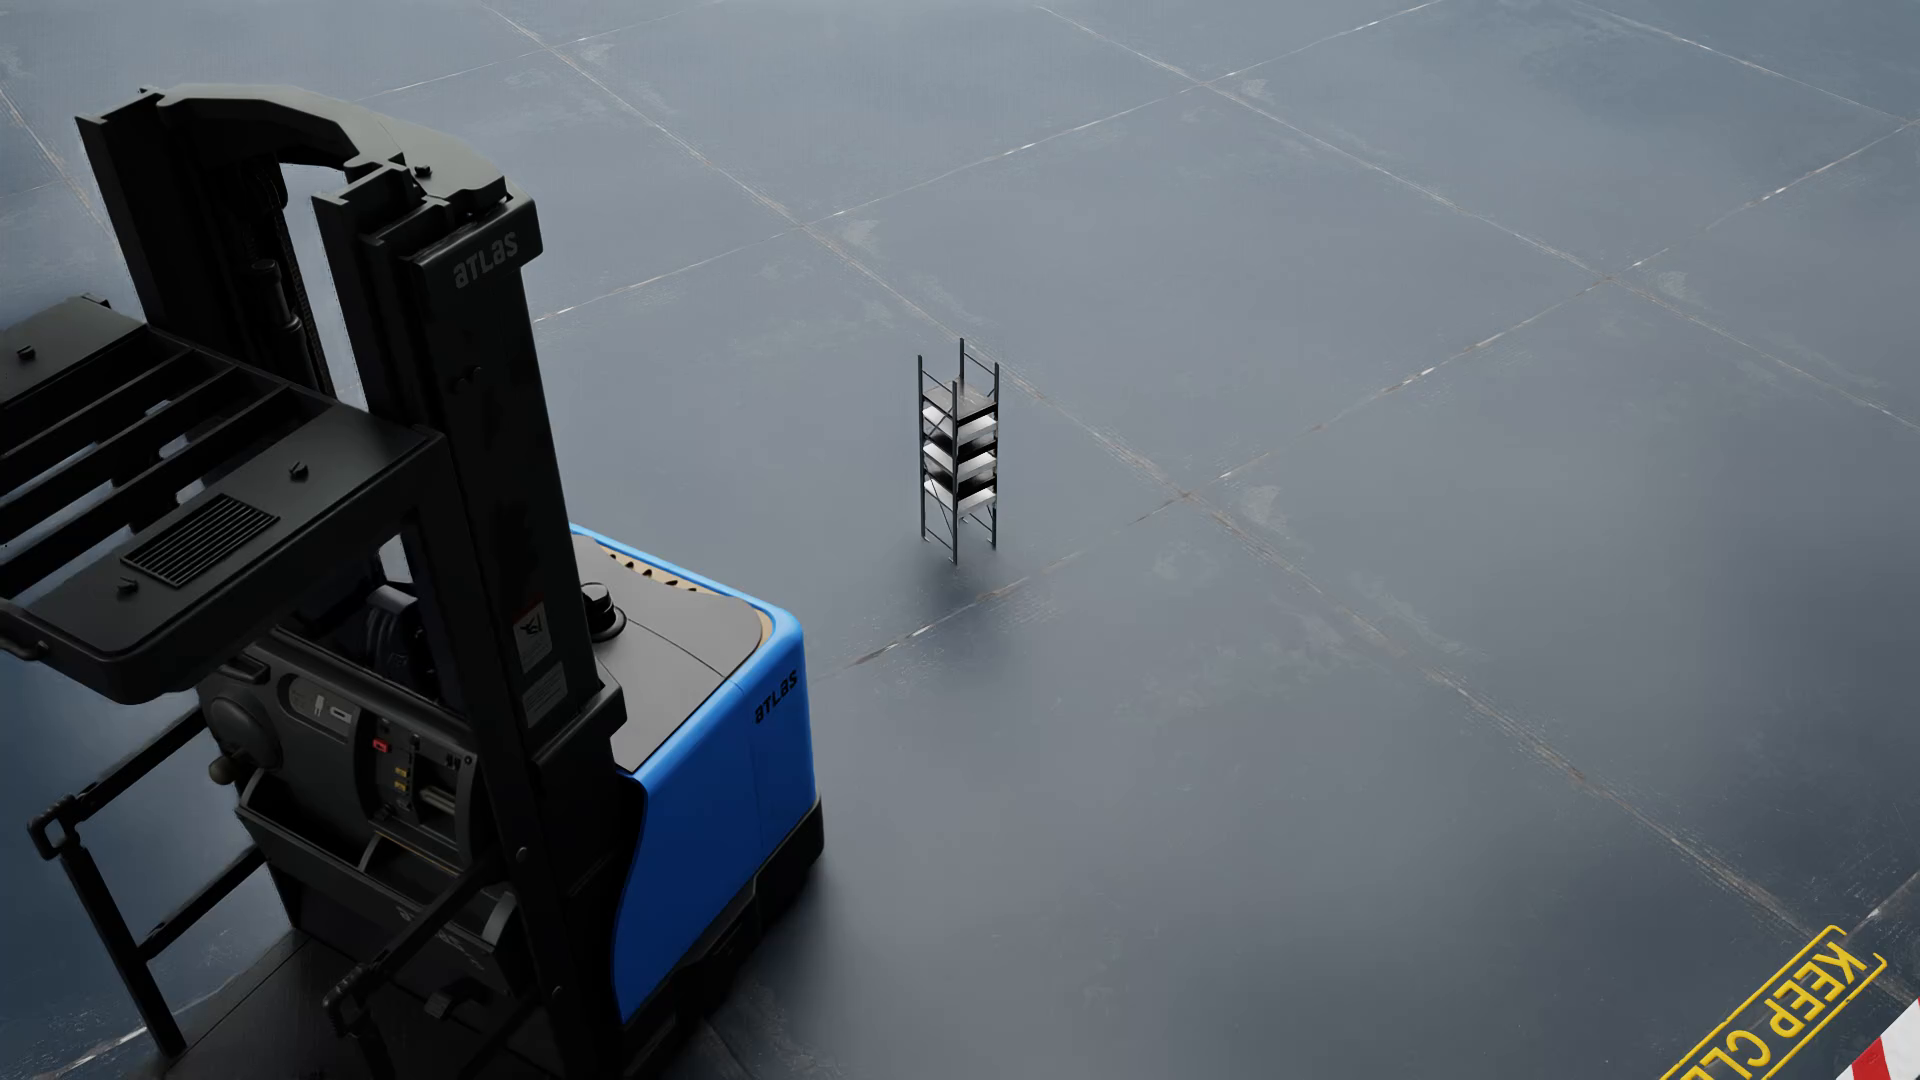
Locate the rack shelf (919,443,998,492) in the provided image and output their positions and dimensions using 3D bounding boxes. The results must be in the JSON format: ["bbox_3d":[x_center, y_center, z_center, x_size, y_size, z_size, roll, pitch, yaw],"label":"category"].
[{"bbox_3d":[-0.006,-0.319,6.672,0.200,0.077,0.258,-26,46,-28],"label":"rack shelf"}]

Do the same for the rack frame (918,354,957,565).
[{"bbox_3d":[-0.087,-0.305,6.603,0.006,0.900,0.240,-26,46,-28],"label":"rack frame"}]

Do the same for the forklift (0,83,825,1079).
[{"bbox_3d":[-1.634,0.579,3.923,1.130,2.935,3.031,20,44,23],"label":"forklift"}]

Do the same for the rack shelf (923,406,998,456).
[{"bbox_3d":[-0.006,-0.458,6.558,0.200,0.077,0.258,-26,46,-28],"label":"rack shelf"}]

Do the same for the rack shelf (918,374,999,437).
[{"bbox_3d":[-0.006,-0.528,6.501,0.200,0.077,0.258,-26,46,-28],"label":"rack shelf"}]

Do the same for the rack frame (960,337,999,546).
[{"bbox_3d":[0.074,-0.384,6.699,0.006,0.900,0.240,-26,46,-28],"label":"rack frame"}]

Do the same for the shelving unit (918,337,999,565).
[{"bbox_3d":[-0.006,-0.345,6.651,0.210,0.900,0.258,-26,46,-28],"label":"shelving unit"}]

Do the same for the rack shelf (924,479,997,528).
[{"bbox_3d":[-0.006,-0.180,6.786,0.200,0.077,0.258,-26,46,-28],"label":"rack shelf"}]

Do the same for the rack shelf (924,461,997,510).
[{"bbox_3d":[-0.006,-0.249,6.729,0.200,0.077,0.258,-26,46,-28],"label":"rack shelf"}]

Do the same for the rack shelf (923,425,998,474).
[{"bbox_3d":[-0.006,-0.389,6.615,0.200,0.077,0.258,-26,46,-28],"label":"rack shelf"}]
